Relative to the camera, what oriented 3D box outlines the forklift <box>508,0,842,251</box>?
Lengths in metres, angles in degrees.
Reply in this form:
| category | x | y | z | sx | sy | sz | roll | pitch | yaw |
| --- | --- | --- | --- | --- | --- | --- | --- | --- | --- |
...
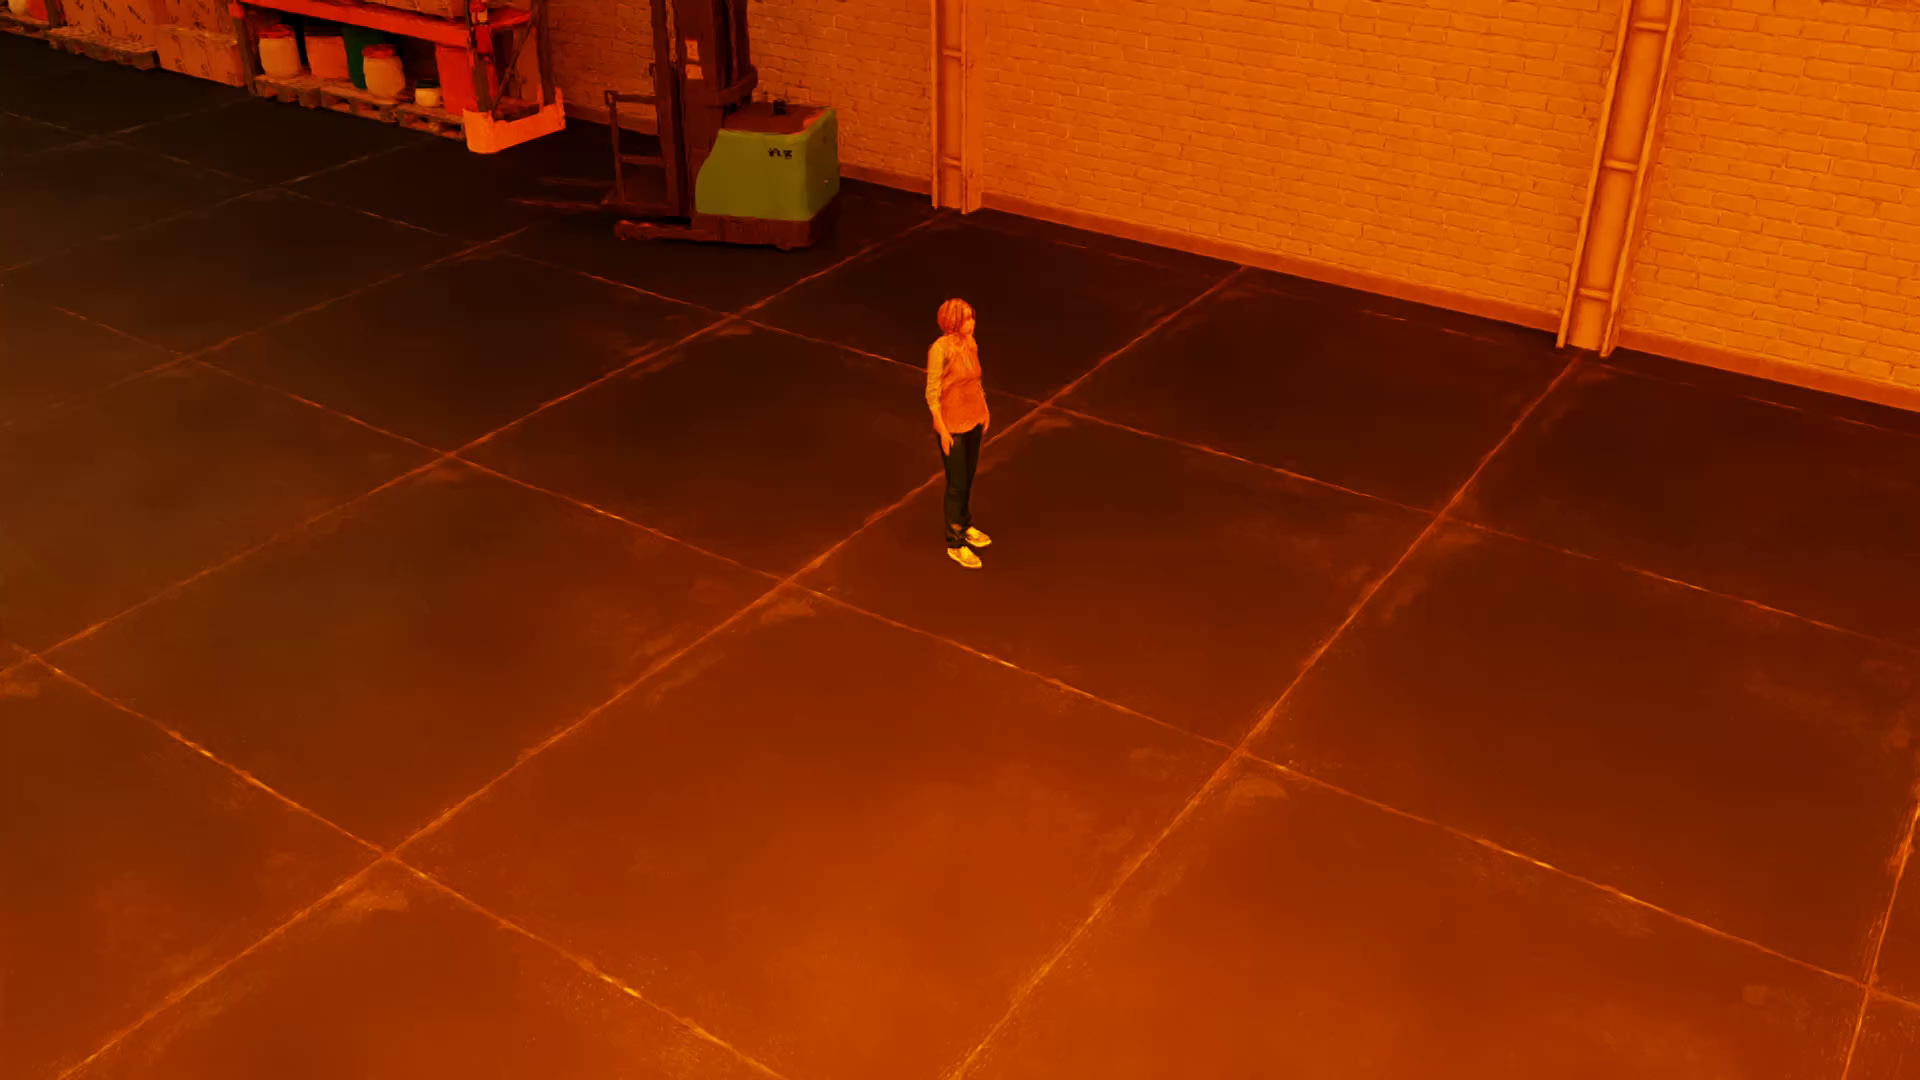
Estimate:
| category | x | y | z | sx | sy | sz | roll | pitch | yaw |
| --- | --- | --- | --- | --- | --- | --- | --- | --- | --- |
| forklift | -2.686 | -4.247 | 14.894 | 3.031 | 2.935 | 1.130 | 7 | 31 | 12 |

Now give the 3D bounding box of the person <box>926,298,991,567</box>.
| category | x | y | z | sx | sy | sz | roll | pitch | yaw |
| --- | --- | --- | --- | --- | --- | --- | --- | --- | --- |
| person | 0.054 | -0.670 | 10.049 | 0.473 | 1.597 | 0.520 | 19 | 35 | 29 |
